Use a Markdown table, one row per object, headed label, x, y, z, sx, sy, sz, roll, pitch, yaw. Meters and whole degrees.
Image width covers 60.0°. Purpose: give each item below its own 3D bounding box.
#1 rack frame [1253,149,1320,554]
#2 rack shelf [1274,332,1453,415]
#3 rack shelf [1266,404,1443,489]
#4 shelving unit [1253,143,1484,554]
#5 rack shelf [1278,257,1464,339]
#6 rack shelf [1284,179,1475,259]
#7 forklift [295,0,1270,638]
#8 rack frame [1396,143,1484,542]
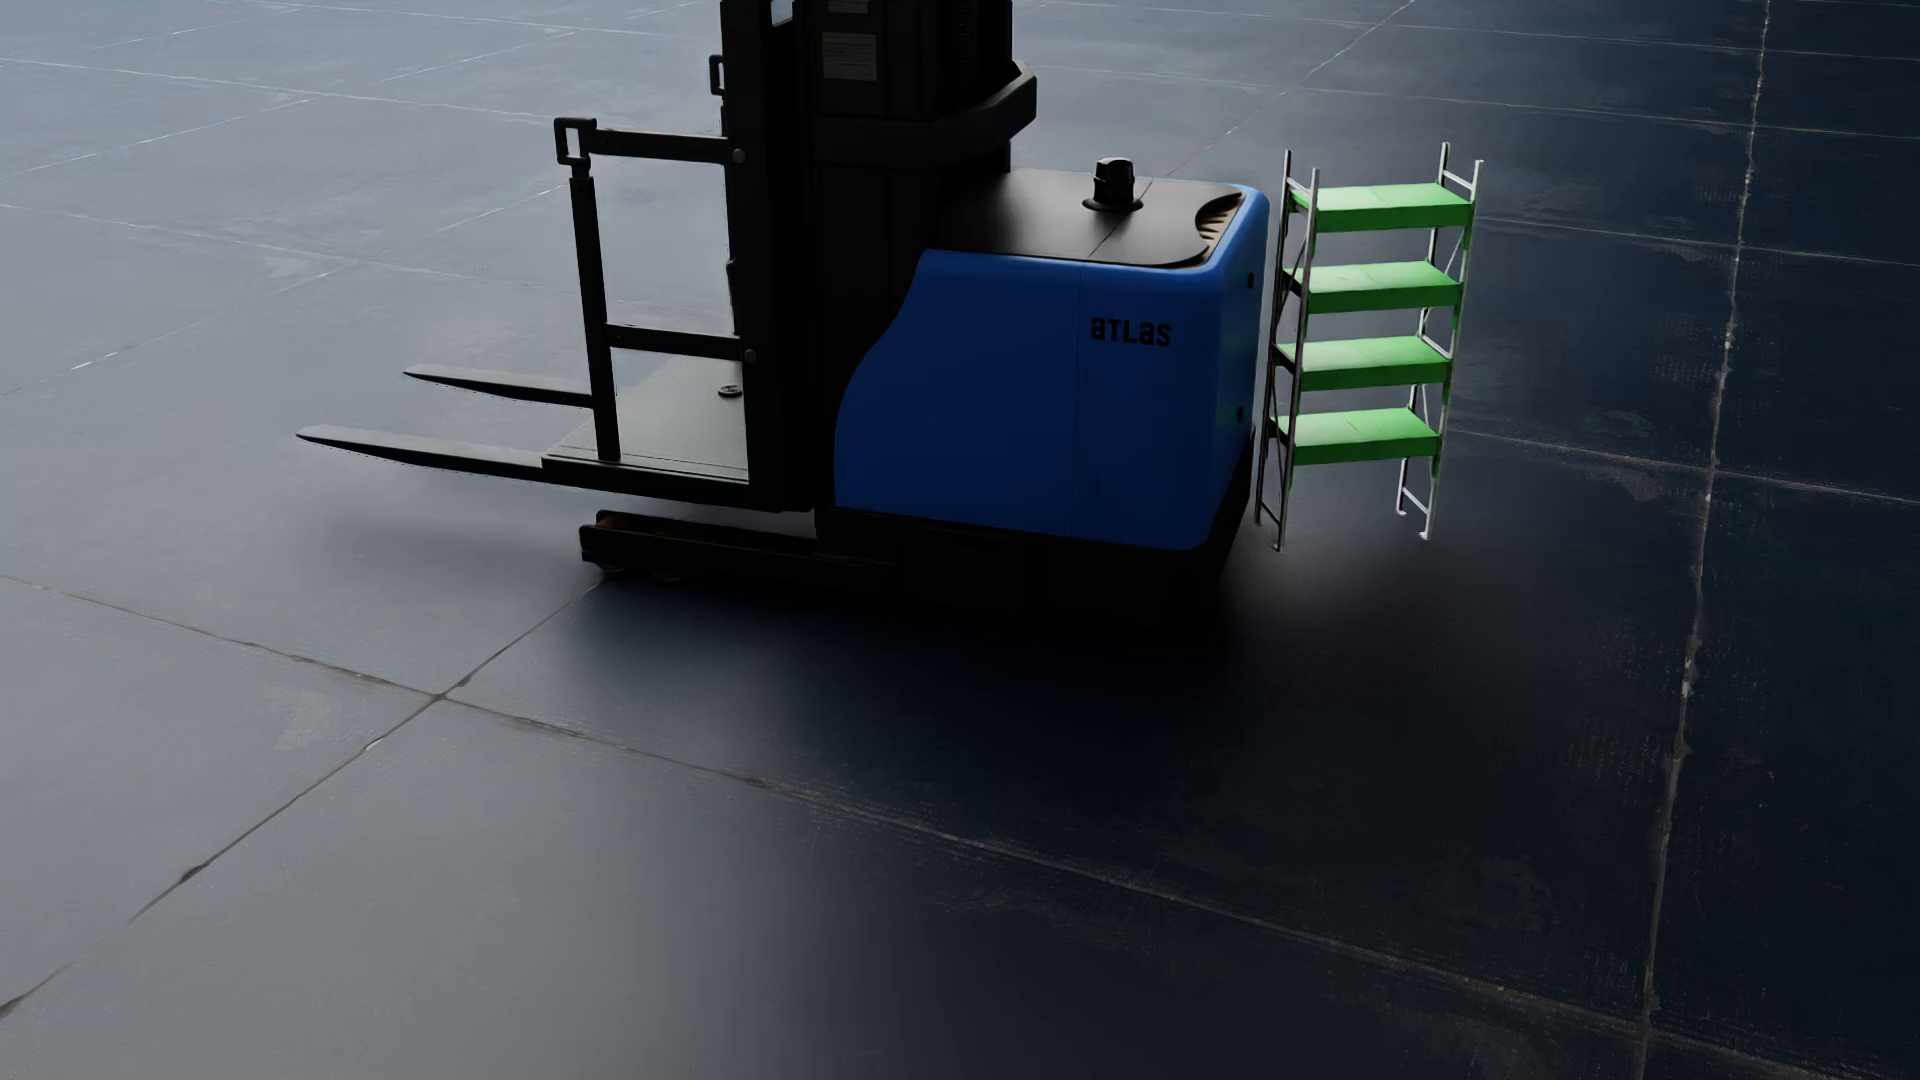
| label | x | y | z | sx | sy | sz | roll | pitch | yaw |
| --- | --- | --- | --- | --- | --- | --- | --- | --- | --- |
| rack frame | 0.977 | -0.548 | 5.005 | 0.015 | 1.200 | 0.240 | -5 | 27 | -9 |
| rack shelf | 1.217 | -0.510 | 5.072 | 0.480 | 0.148 | 0.258 | -5 | 27 | -9 |
| rack shelf | 1.217 | -0.294 | 5.178 | 0.480 | 0.148 | 0.258 | -5 | 27 | -9 |
| shelving unit | 1.217 | -0.567 | 5.043 | 0.503 | 1.200 | 0.258 | -5 | 27 | -9 |
| rack shelf | 1.217 | -0.725 | 4.965 | 0.480 | 0.148 | 0.258 | -5 | 27 | -9 |
| rack shelf | 1.217 | -0.940 | 4.859 | 0.480 | 0.148 | 0.258 | -5 | 27 | -9 |
| forklift | -0.638 | -1.406 | 4.787 | 3.031 | 2.935 | 1.130 | 8 | 27 | 15 |
| rack frame | 1.457 | -0.586 | 5.082 | 0.015 | 1.200 | 0.240 | -5 | 27 | -9 |
